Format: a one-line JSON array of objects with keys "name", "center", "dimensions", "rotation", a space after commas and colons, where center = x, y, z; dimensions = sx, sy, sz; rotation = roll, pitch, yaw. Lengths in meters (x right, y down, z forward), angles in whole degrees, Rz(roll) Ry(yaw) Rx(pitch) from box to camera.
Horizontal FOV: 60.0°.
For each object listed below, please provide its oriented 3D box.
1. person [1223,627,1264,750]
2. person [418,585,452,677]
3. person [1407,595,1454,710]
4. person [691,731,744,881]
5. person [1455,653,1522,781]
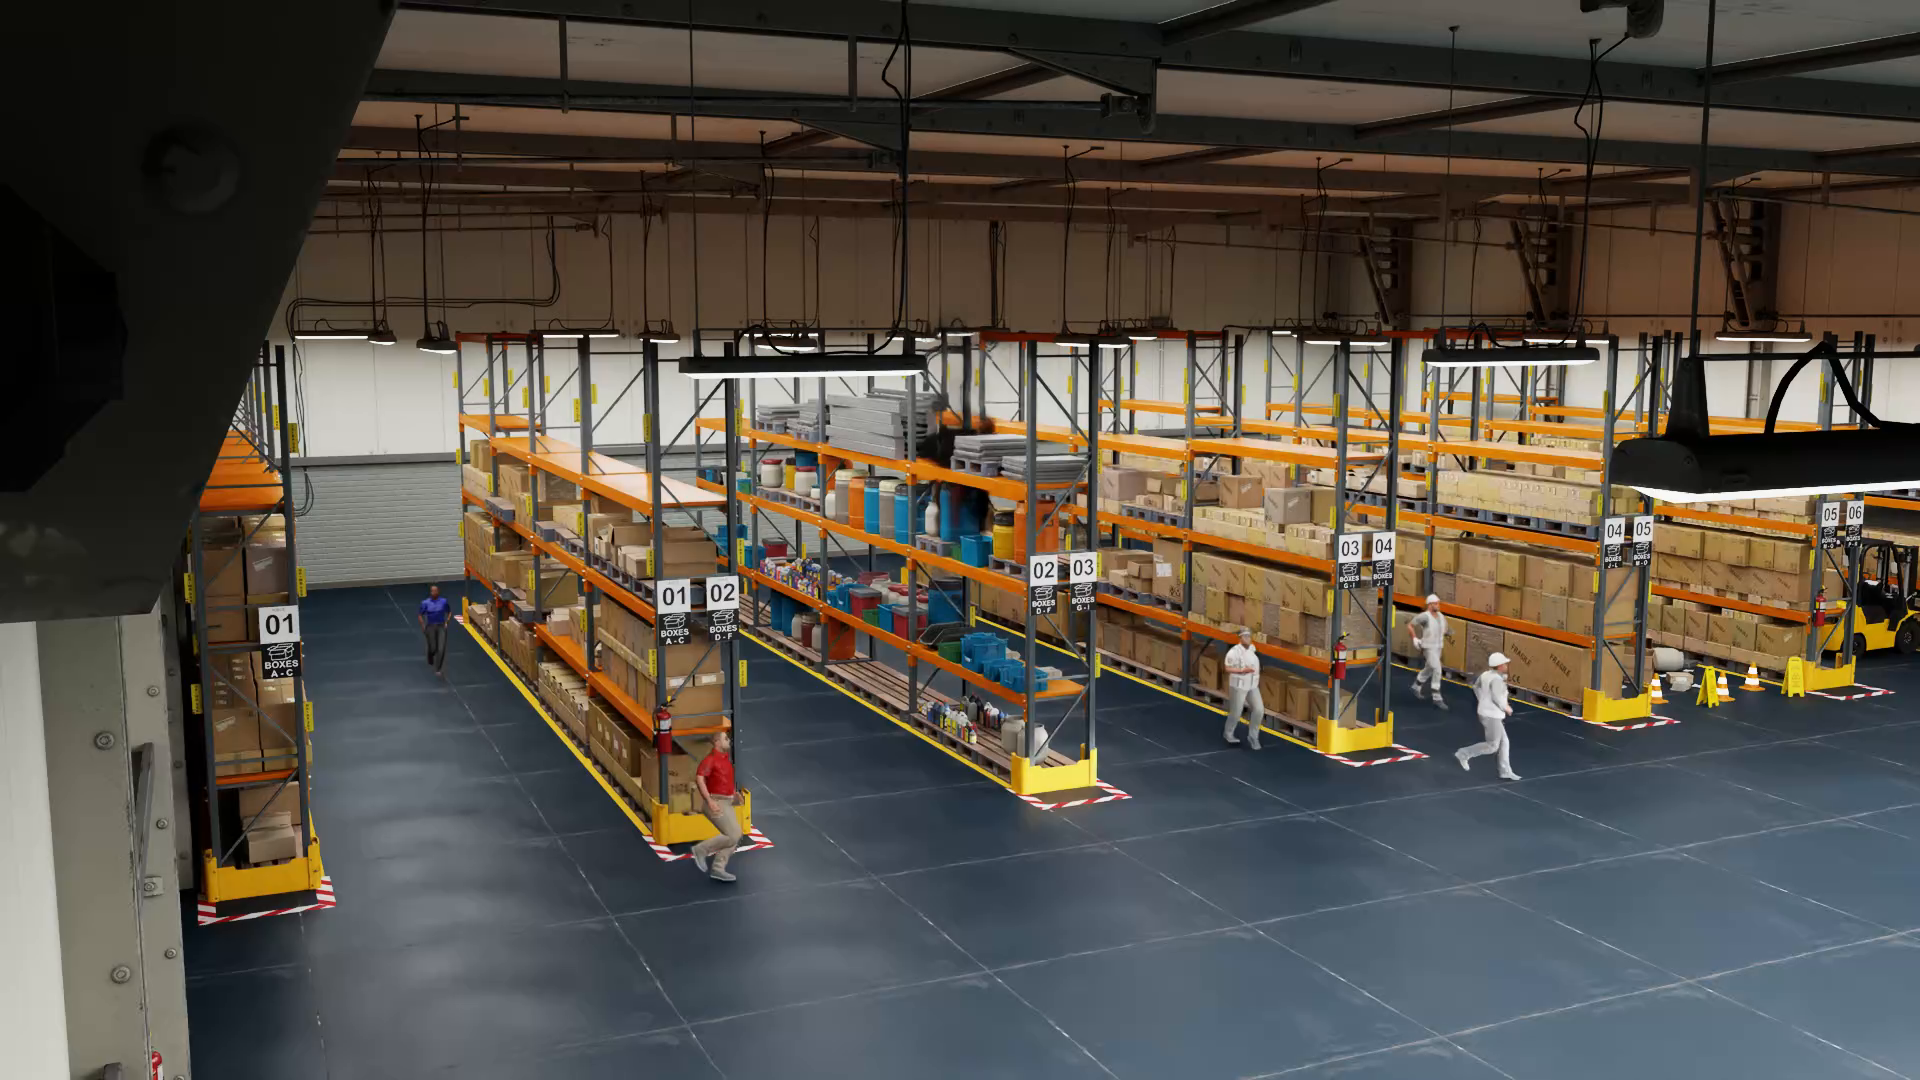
[{"name": "person", "center": [4.165, 2.189, 24.408], "dimensions": [0.643, 1.873, 0.715], "rotation": [-4, 9, -25]}, {"name": "person", "center": [-9.279, 1.586, 29.446], "dimensions": [0.582, 1.618, 0.578], "rotation": [-3, 8, -24]}, {"name": "person", "center": [7.661, 1.783, 27.030], "dimensions": [0.658, 1.808, 0.864], "rotation": [-6, 10, -37]}, {"name": "person", "center": [-2.721, 2.988, 18.858], "dimensions": [0.555, 1.654, 0.697], "rotation": [1, 8, 7]}, {"name": "person", "center": [7.246, 2.414, 22.748], "dimensions": [0.923, 1.767, 0.658], "rotation": [0, 8, 1]}]
